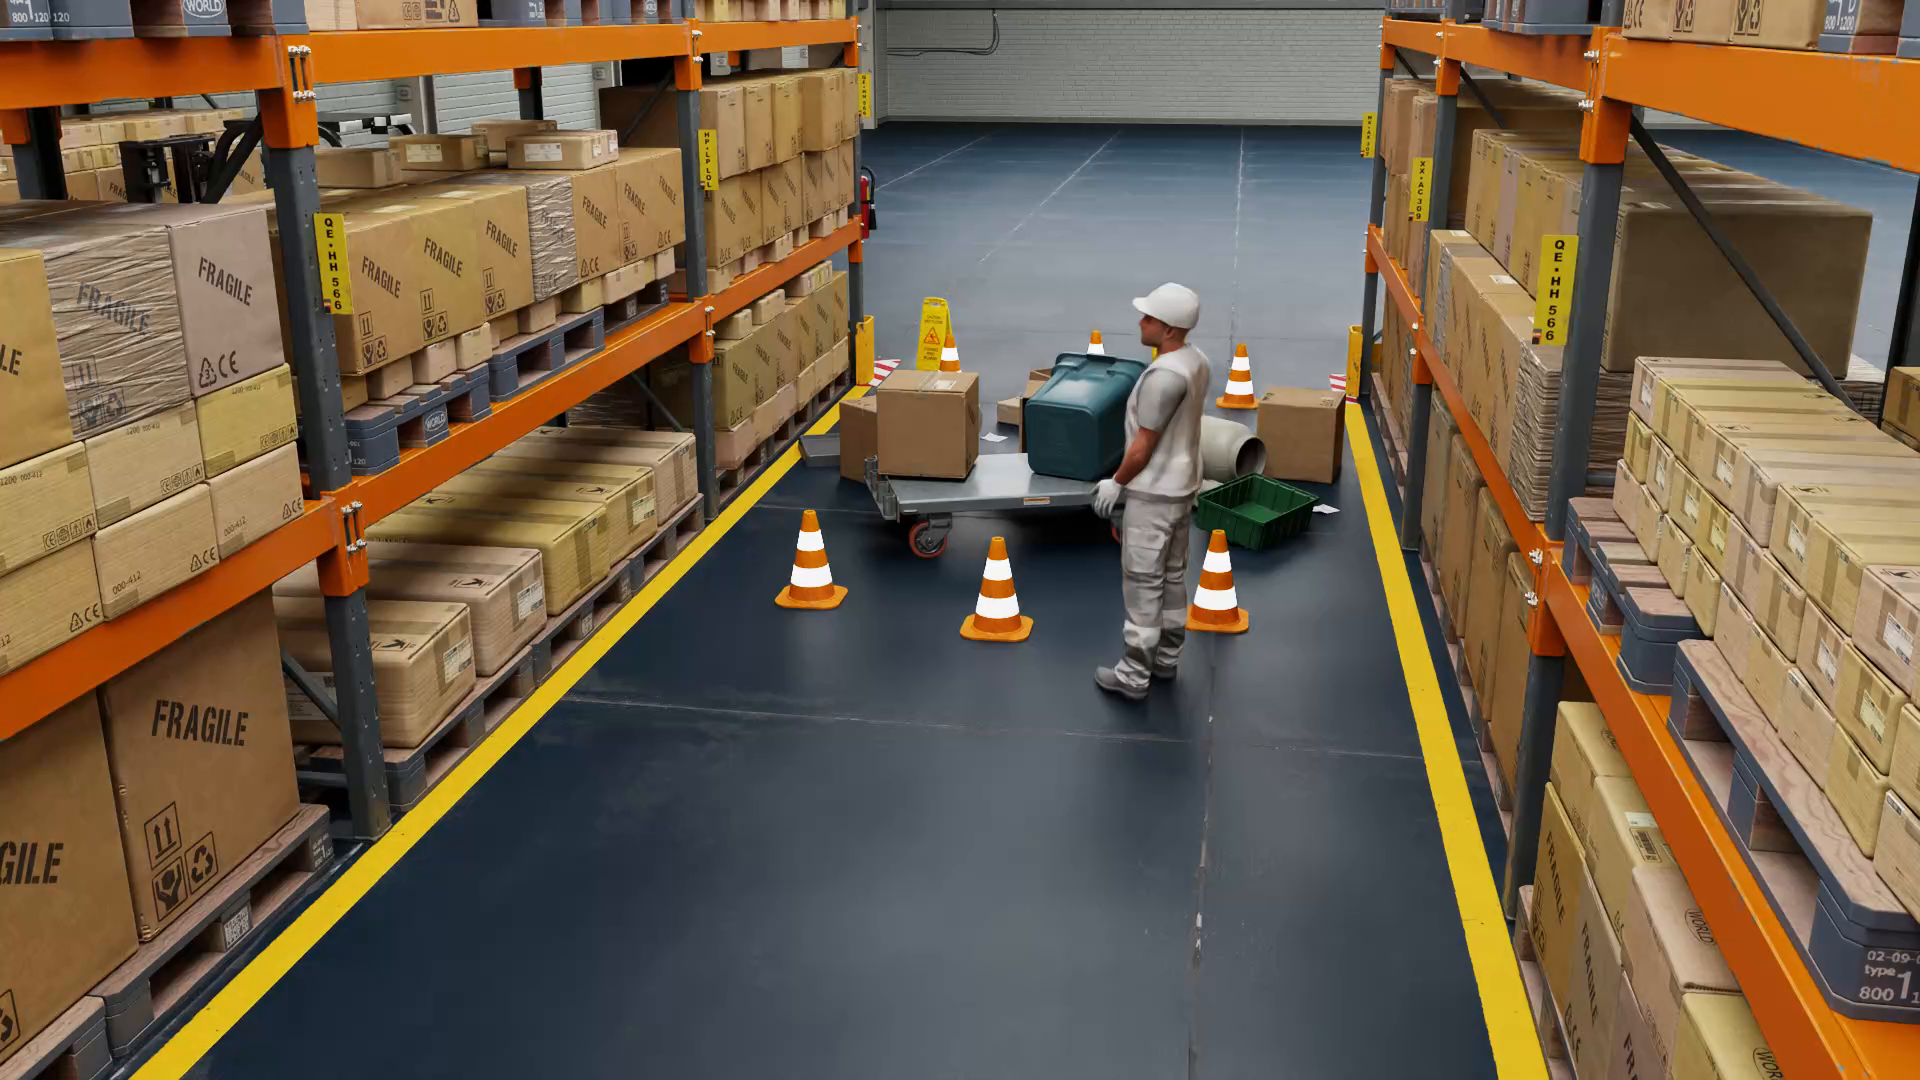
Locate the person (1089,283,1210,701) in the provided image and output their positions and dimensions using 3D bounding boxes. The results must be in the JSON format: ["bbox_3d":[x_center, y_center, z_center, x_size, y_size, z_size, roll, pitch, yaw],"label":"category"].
[{"bbox_3d":[0.815,-0.213,7.103,0.437,1.800,0.584,8,19,23],"label":"person"}]
